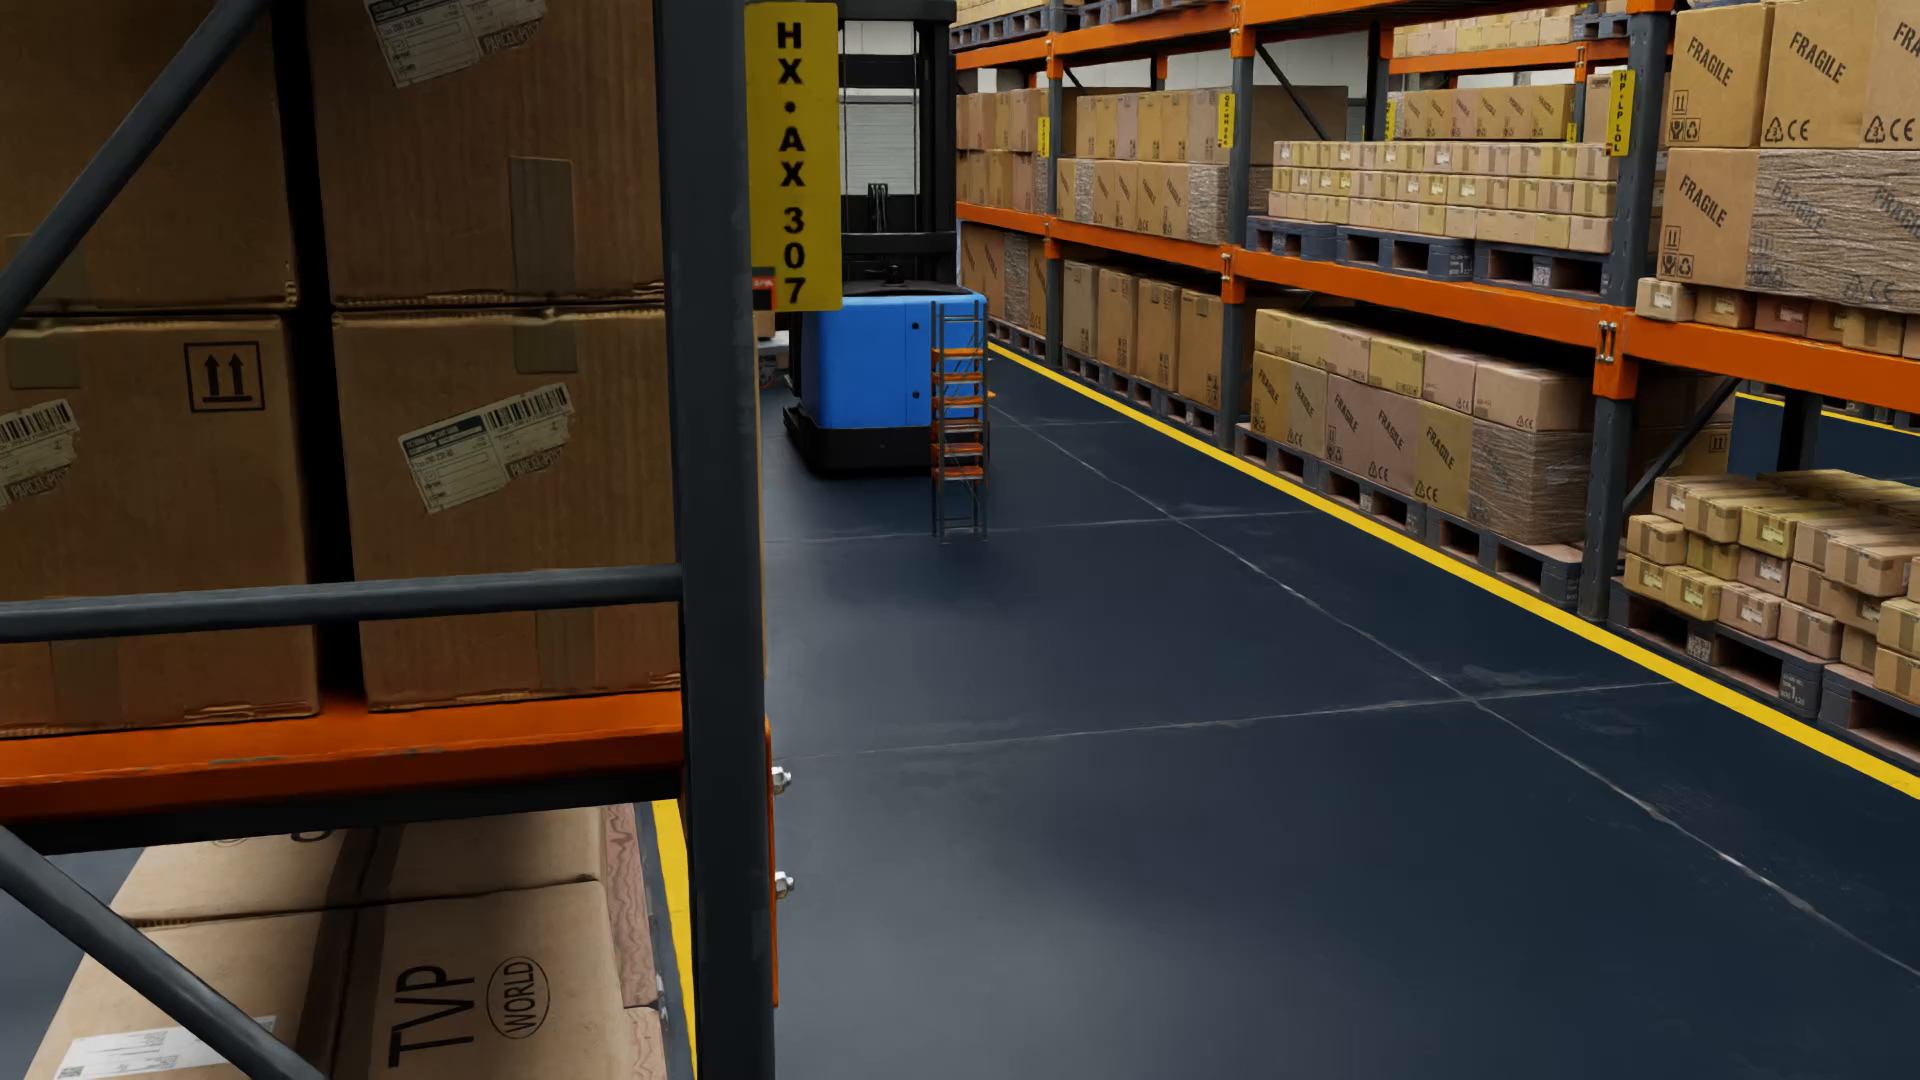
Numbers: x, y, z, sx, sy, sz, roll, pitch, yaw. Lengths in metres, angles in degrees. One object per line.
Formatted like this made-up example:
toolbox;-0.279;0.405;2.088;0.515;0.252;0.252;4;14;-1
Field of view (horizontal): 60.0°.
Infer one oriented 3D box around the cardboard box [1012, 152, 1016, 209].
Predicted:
cardboard box;0.987;-3.404;15.723;0.875;0.550;0.550;-3;14;-13

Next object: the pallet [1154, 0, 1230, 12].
pallet;1.986;-3.578;10.829;1.213;0.211;1.003;-3;14;-11

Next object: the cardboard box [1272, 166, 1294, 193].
cardboard box;2.107;-2.171;10.010;0.380;0.149;0.250;-3;14;-11

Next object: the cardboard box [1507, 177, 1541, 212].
cardboard box;2.724;-1.570;7.549;0.380;0.149;0.250;-3;14;-11

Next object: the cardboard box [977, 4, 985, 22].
cardboard box;0.375;-5.112;16.145;0.380;0.149;0.250;-3;14;-14

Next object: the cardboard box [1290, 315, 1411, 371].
cardboard box;2.234;-1.131;9.540;0.500;0.250;0.500;-3;14;-14

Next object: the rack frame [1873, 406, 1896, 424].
rack frame;7.034;-2.320;11.603;1.000;3.000;0.127;-3;14;-13

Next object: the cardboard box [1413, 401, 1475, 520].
cardboard box;2.589;-0.409;8.163;0.500;0.500;0.500;-4;14;-15

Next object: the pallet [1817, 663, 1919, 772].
pallet;3.610;0.645;5.341;1.003;0.211;1.213;-3;14;-13

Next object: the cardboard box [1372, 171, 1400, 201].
cardboard box;2.411;-1.874;8.794;0.380;0.149;0.250;-3;14;-14

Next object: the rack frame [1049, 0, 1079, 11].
rack frame;1.249;-5.904;13.632;1.000;3.000;0.127;-3;14;-13

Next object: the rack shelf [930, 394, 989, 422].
rack shelf;-0.003;-0.660;8.280;0.258;0.103;0.180;-3;14;-13

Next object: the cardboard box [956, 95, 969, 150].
cardboard box;0.359;-4.422;17.616;0.875;0.550;0.550;-3;14;-13

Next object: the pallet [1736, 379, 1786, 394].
pallet;6.569;-1.427;13.822;1.003;0.211;1.213;-3;14;-13

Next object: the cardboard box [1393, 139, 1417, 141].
cardboard box;5.257;-4.230;18.585;0.875;0.500;0.500;-3;14;-13

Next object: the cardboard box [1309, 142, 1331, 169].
cardboard box;2.228;-2.202;9.510;0.380;0.149;0.250;-3;14;-13

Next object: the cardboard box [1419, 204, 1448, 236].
cardboard box;2.533;-1.607;8.329;0.380;0.149;0.250;-3;14;-11

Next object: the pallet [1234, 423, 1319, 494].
pallet;2.371;-0.532;10.160;1.003;0.211;1.213;-3;14;-13

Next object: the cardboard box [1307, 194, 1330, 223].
cardboard box;2.224;-1.910;9.571;0.380;0.149;0.250;-3;14;-10

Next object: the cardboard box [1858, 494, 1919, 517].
cardboard box;3.629;-0.071;6.266;0.380;0.149;0.250;-3;14;-14

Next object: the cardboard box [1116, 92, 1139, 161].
cardboard box;1.613;-3.175;12.784;0.700;0.500;0.500;-3;14;-13

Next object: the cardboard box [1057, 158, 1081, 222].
cardboard box;1.111;-2.902;13.774;0.500;0.500;0.500;-3;14;-13

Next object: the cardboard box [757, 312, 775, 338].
cardboard box;-1.815;-1.950;13.761;0.500;0.500;0.500;-3;14;-13

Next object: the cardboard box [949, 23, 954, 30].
cardboard box;0.079;-5.403;17.336;0.380;0.149;0.250;-3;14;-13

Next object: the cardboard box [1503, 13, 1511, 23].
cardboard box;5.541;-5.125;16.241;0.380;0.149;0.250;-3;14;-11

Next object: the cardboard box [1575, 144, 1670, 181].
cardboard box;2.844;-1.597;7.034;0.380;0.149;0.250;-3;14;-11

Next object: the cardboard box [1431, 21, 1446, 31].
cardboard box;5.188;-5.428;17.478;0.380;0.149;0.250;-3;14;-13

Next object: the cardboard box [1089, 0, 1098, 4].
cardboard box;1.374;-4.798;14.858;0.380;0.149;0.250;-3;14;-13

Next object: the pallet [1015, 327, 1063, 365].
pallet;1.147;-1.815;15.411;1.003;0.211;1.213;-3;14;-13

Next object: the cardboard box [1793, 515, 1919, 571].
cardboard box;3.205;0.020;5.893;0.380;0.149;0.250;-4;14;-15

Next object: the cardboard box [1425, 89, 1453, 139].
cardboard box;5.248;-4.471;17.464;0.500;0.500;0.500;-3;14;-13

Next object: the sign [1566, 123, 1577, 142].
sign;5.569;-3.631;15.147;0.100;0.325;0.005;-3;14;-13

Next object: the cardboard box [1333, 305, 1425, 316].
cardboard box;2.604;-1.278;10.139;0.500;0.250;0.500;-4;14;-15

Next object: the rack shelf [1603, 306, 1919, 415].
rack shelf;3.598;-0.333;4.987;1.077;0.370;4.000;-3;14;-13

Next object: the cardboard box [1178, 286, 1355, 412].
cardboard box;2.133;-1.324;11.380;1.050;0.750;0.750;-3;14;-14

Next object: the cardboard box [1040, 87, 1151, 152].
cardboard box;1.196;-3.674;14.554;0.875;0.550;0.550;-3;14;-13

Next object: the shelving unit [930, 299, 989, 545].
shelving unit;-0.003;-0.586;8.298;0.258;1.200;0.189;-3;14;-13

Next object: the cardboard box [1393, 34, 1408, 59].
cardboard box;5.017;-5.424;18.305;0.500;0.250;0.500;-3;14;-12

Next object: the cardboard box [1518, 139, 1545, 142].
cardboard box;5.965;-3.661;16.252;0.875;0.500;0.500;-3;14;-13

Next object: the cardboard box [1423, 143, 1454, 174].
cardboard box;2.539;-1.898;8.265;0.380;0.149;0.250;-4;14;-16

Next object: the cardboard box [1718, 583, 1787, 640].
cardboard box;3.073;0.254;6.187;0.380;0.149;0.250;-3;14;-13

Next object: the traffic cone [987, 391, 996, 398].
traffic cone;0.096;-1.364;13.034;0.336;0.463;0.334;-3;14;-13

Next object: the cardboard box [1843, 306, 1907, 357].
cardboard box;3.177;-0.700;5.500;0.380;0.149;0.250;-3;14;-12

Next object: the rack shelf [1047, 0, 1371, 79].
rack shelf;1.719;-3.636;12.185;1.077;0.370;4.000;-3;14;-13

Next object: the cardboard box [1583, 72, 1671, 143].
cardboard box;6.145;-3.547;14.477;1.000;1.000;1.000;-3;14;-13

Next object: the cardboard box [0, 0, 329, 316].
cardboard box;-1.065;-0.554;2.059;0.500;0.500;0.500;-3;14;-11

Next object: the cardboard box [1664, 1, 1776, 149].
cardboard box;2.997;-1.705;6.143;0.500;0.500;0.500;-3;14;-12

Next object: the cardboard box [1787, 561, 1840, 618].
cardboard box;3.202;0.164;5.932;0.380;0.149;0.250;-4;14;-16

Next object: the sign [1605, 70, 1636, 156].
sign;2.589;-1.675;6.523;0.100;0.325;0.005;-3;14;-13

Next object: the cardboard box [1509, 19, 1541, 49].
cardboard box;5.621;-4.839;15.909;0.500;0.250;0.500;-3;14;-12

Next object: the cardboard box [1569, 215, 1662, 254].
cardboard box;2.842;-1.307;7.100;0.380;0.149;0.250;-4;14;-14

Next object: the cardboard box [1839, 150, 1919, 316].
cardboard box;3.206;-0.977;5.268;0.500;0.500;0.500;-4;14;-14

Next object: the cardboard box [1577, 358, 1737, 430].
cardboard box;3.211;-0.683;7.706;0.500;0.250;0.500;-4;14;-16

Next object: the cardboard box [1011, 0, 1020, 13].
cardboard box;0.671;-4.820;14.950;0.380;0.149;0.250;-3;14;-13

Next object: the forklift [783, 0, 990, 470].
forklift;-0.616;-2.149;11.045;1.130;2.935;3.031;-3;14;-11

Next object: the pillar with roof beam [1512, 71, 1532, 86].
pillar with roof beam;10.783;-13.092;43.052;9.100;9.000;0.400;-3;14;-13

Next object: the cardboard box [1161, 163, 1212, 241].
cardboard box;1.706;-2.320;11.391;0.500;0.500;0.500;-3;14;-13
